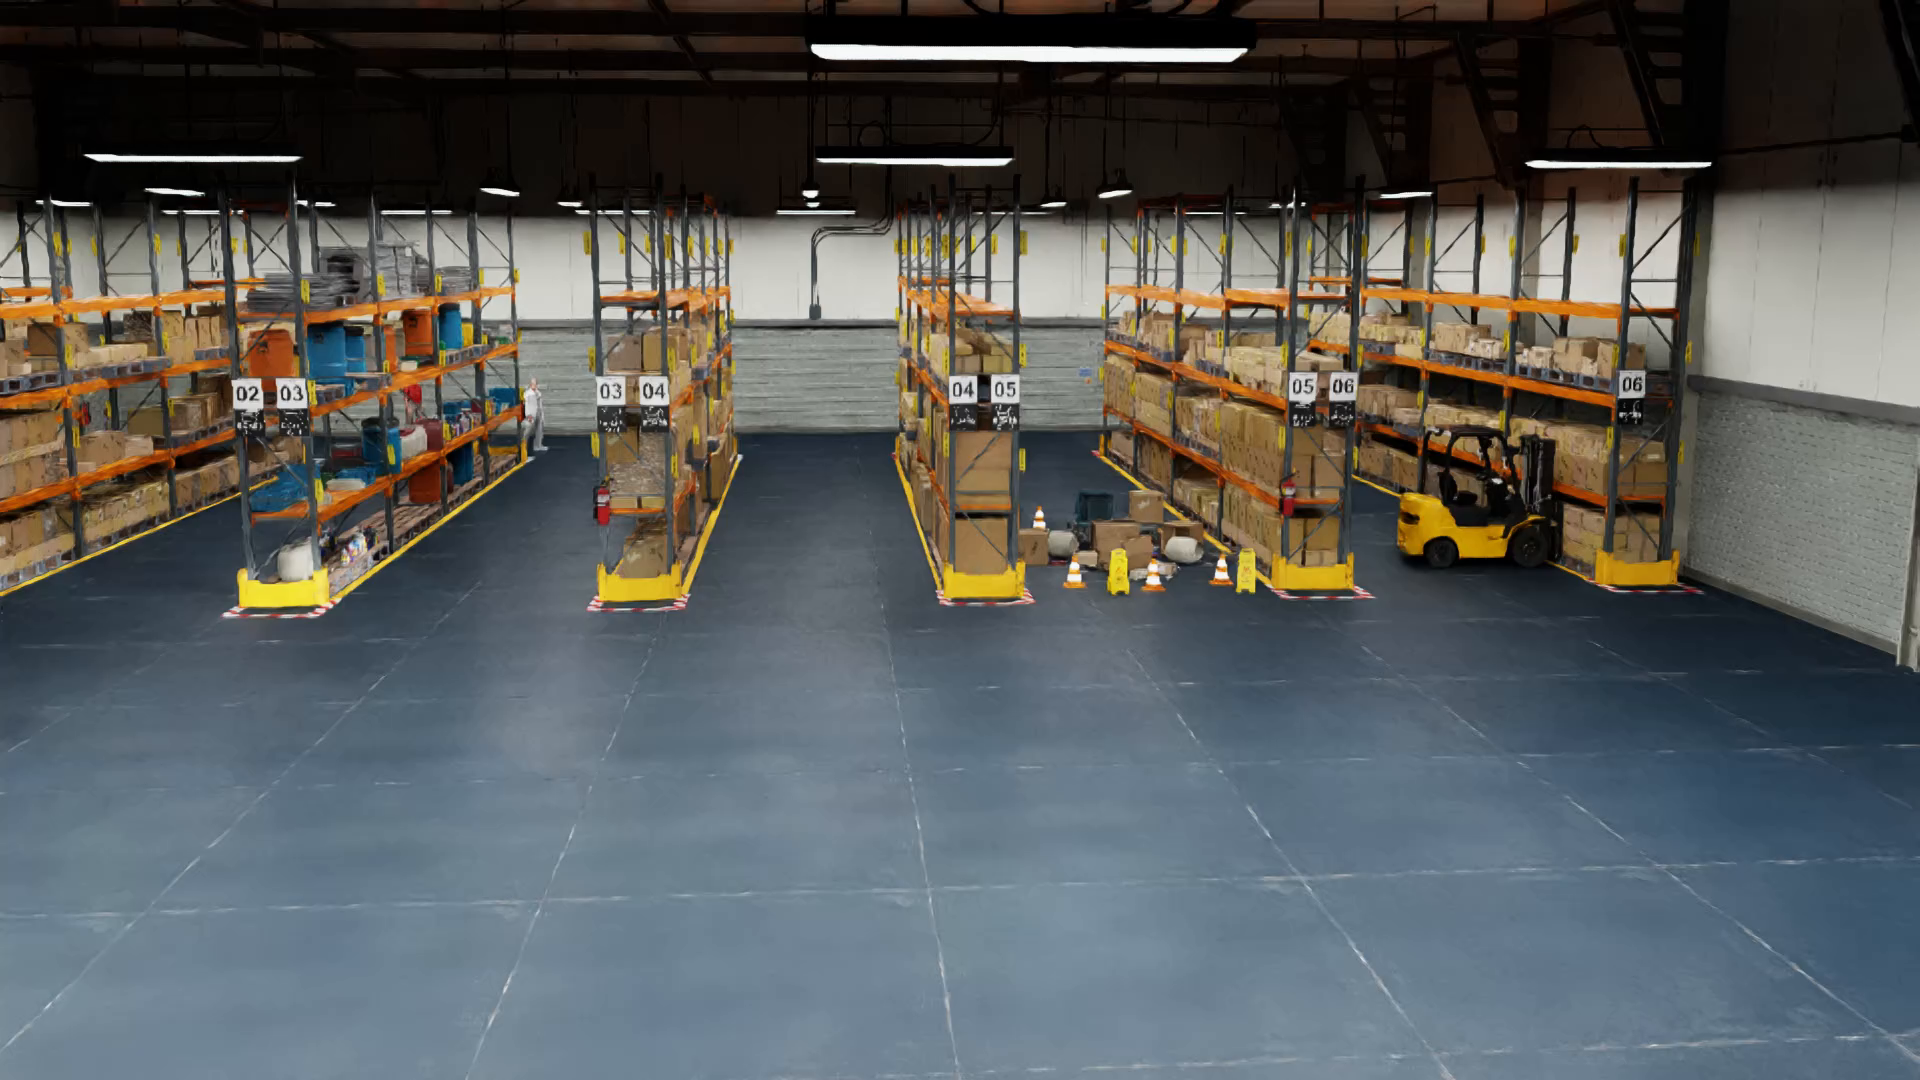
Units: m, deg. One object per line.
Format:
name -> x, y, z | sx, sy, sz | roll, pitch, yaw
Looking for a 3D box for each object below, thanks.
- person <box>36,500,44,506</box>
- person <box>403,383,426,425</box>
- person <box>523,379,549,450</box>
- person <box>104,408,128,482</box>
person -> -17.596, -1.406, 31.709 | 0.444, 1.719, 0.569 | -6, 12, -32
person -> -14.223, -3.491, 43.459 | 0.589, 1.719, 0.772 | 7, 12, 35
person -> -10.612, -3.087, 41.083 | 0.501, 1.777, 0.751 | 7, 12, 36
person -> -18.227, -2.077, 35.782 | 0.422, 1.601, 0.499 | -4, 11, -21
